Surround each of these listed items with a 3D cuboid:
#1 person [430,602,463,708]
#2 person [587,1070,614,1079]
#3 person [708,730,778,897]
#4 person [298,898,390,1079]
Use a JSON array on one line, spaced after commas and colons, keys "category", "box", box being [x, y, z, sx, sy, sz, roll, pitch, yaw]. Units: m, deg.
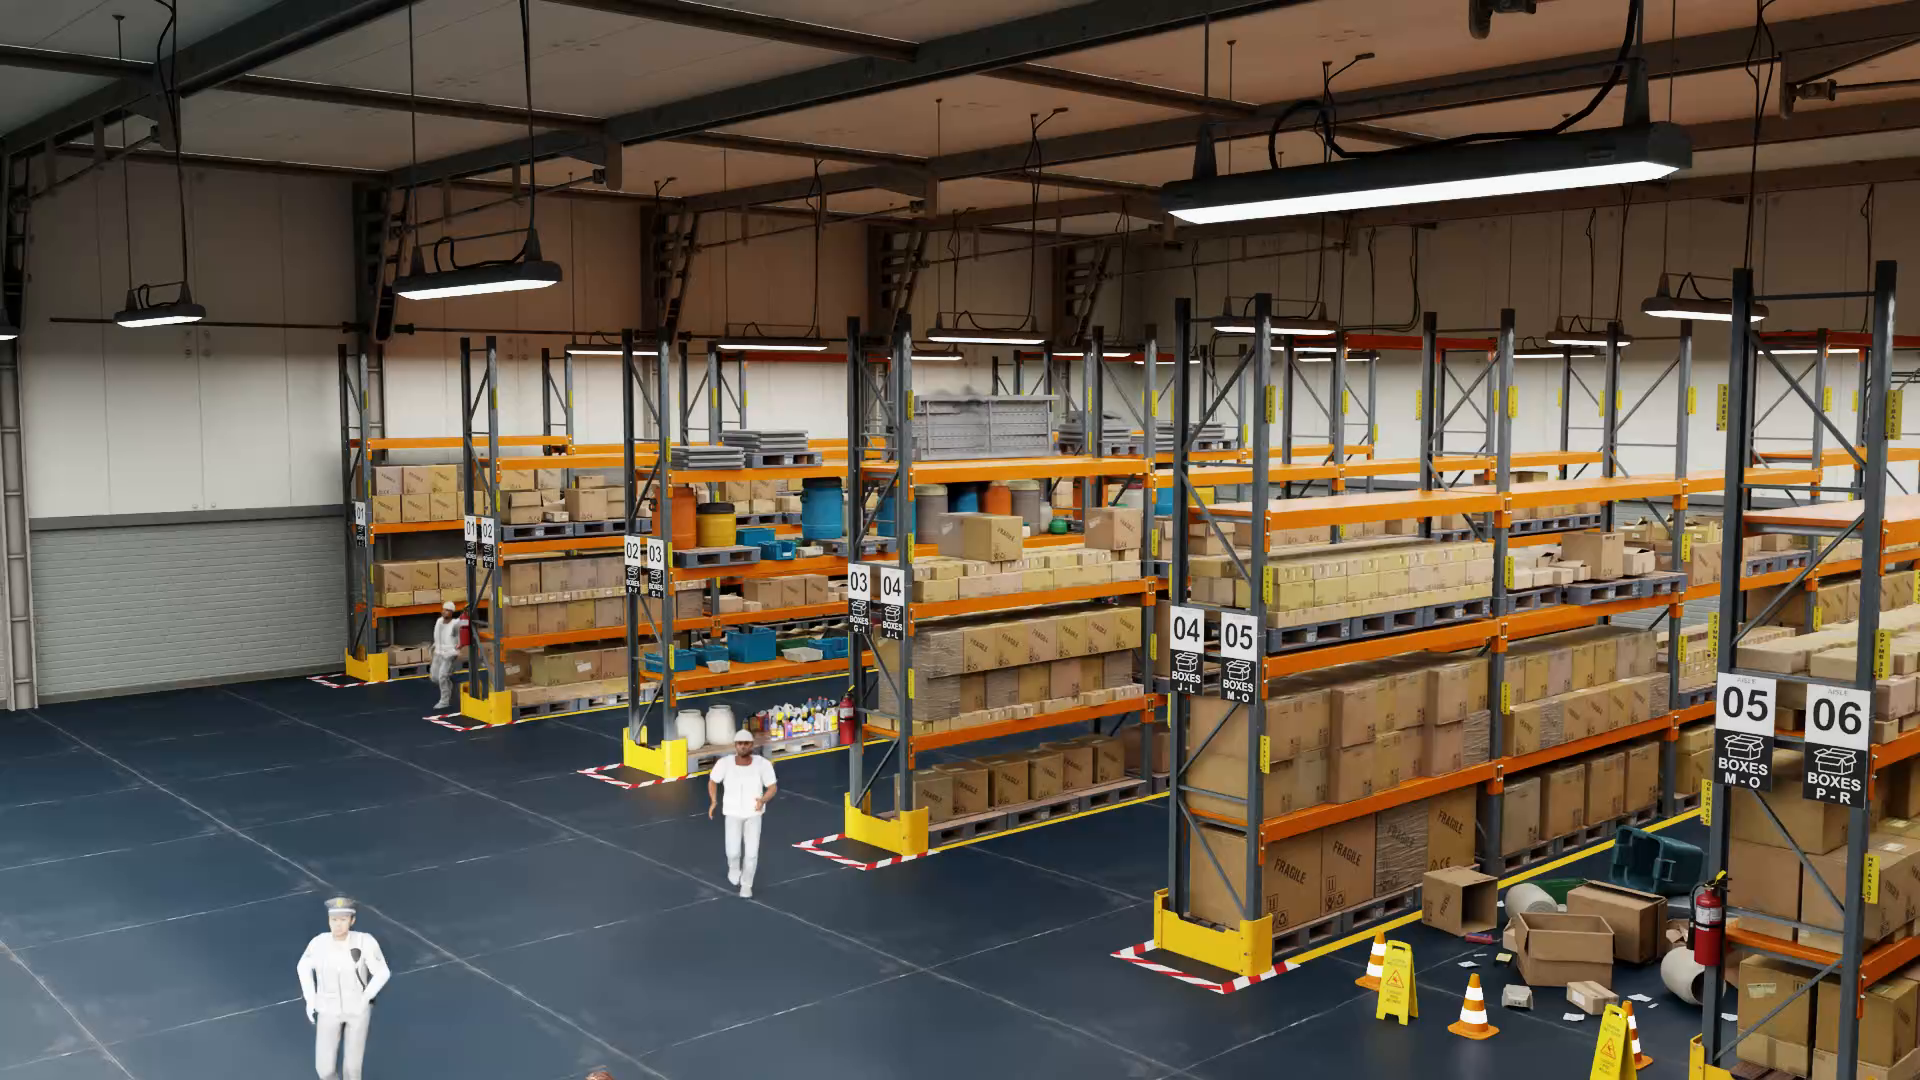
[{"category": "person", "box": [-8.355, 1.881, 27.241, 0.707, 1.766, 0.589, 2, 6, 23]}, {"category": "person", "box": [-1.894, 3.598, 8.928, 0.539, 1.580, 0.636, 0, 5, -2]}, {"category": "person", "box": [-2.212, 2.789, 16.945, 0.707, 1.720, 0.580, -1, 5, -6]}, {"category": "person", "box": [-4.296, 3.296, 11.589, 0.623, 1.661, 0.567, -1, 5, -16]}]
